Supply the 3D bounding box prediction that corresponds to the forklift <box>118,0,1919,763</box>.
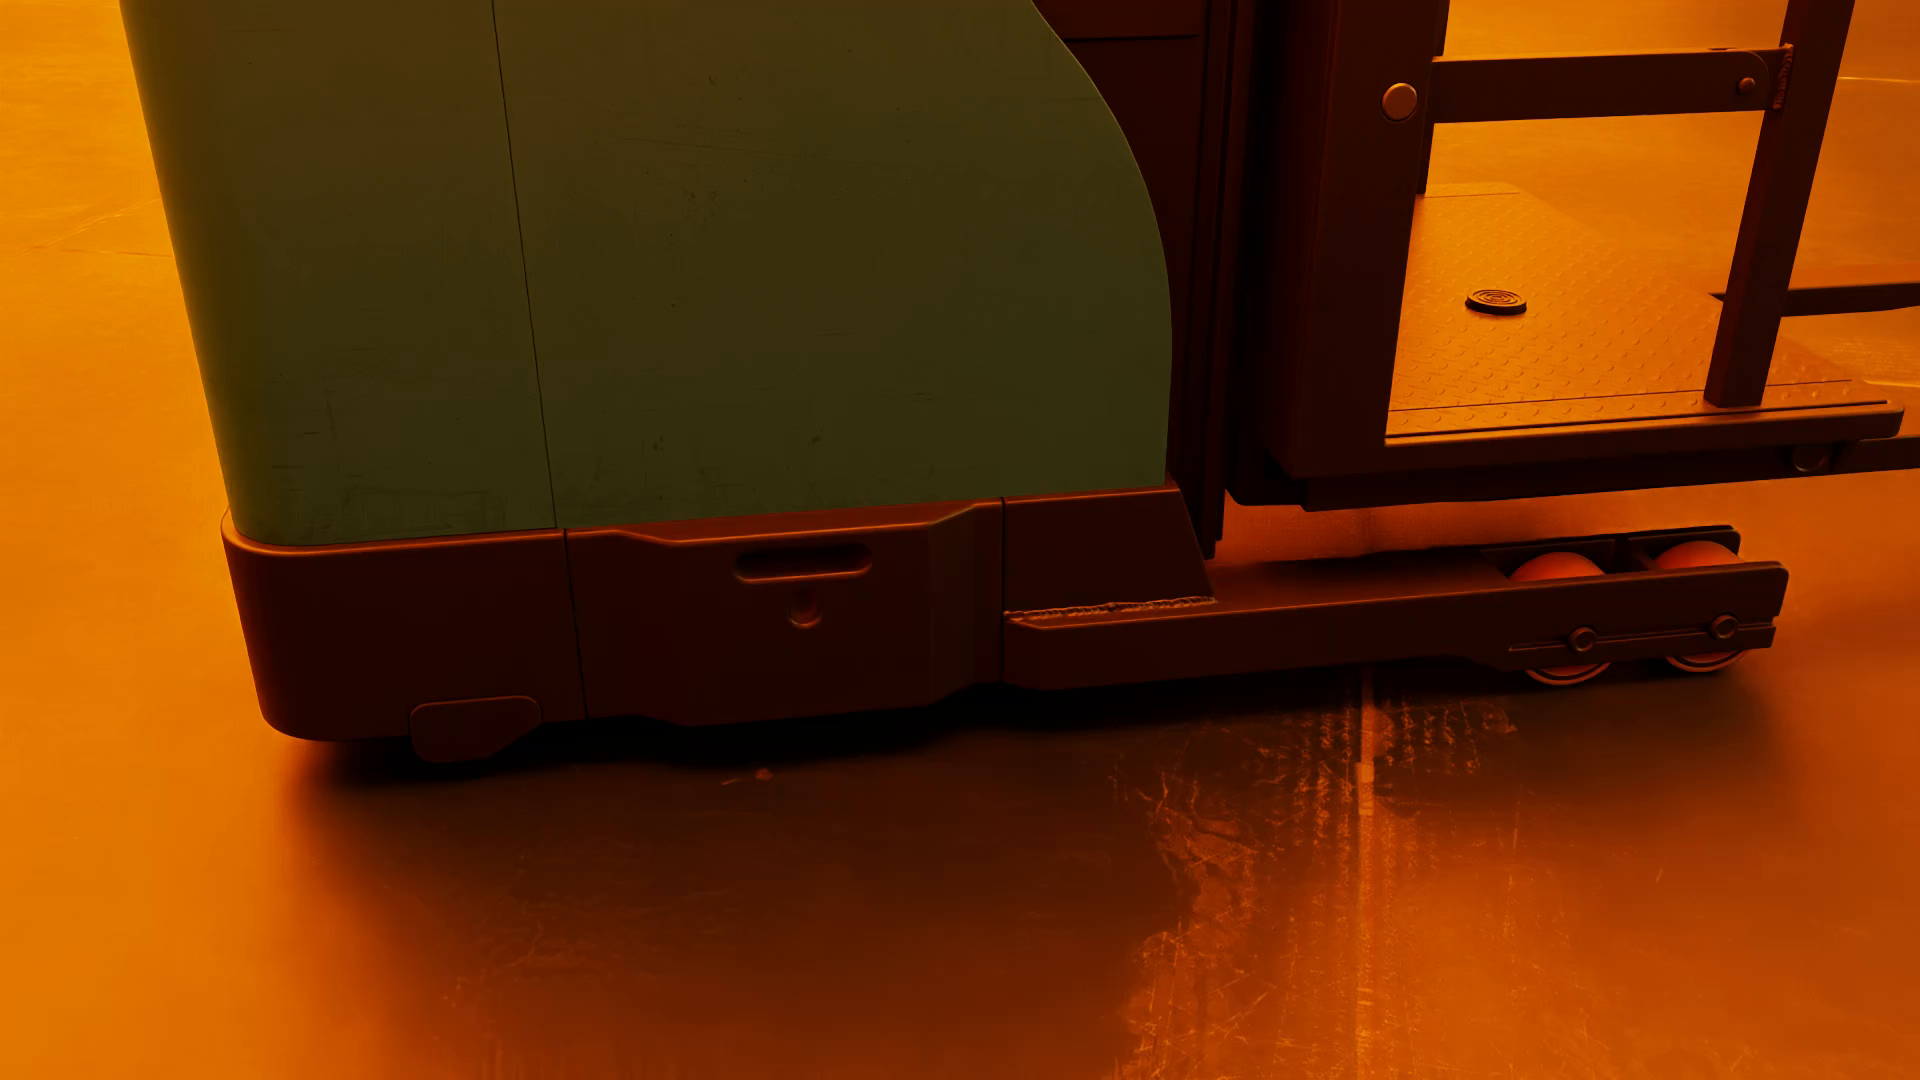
[{"bbox_3d":[0.600,-1.354,1.930,3.031,2.935,1.130,-4,27,-9],"label":"forklift"}]
